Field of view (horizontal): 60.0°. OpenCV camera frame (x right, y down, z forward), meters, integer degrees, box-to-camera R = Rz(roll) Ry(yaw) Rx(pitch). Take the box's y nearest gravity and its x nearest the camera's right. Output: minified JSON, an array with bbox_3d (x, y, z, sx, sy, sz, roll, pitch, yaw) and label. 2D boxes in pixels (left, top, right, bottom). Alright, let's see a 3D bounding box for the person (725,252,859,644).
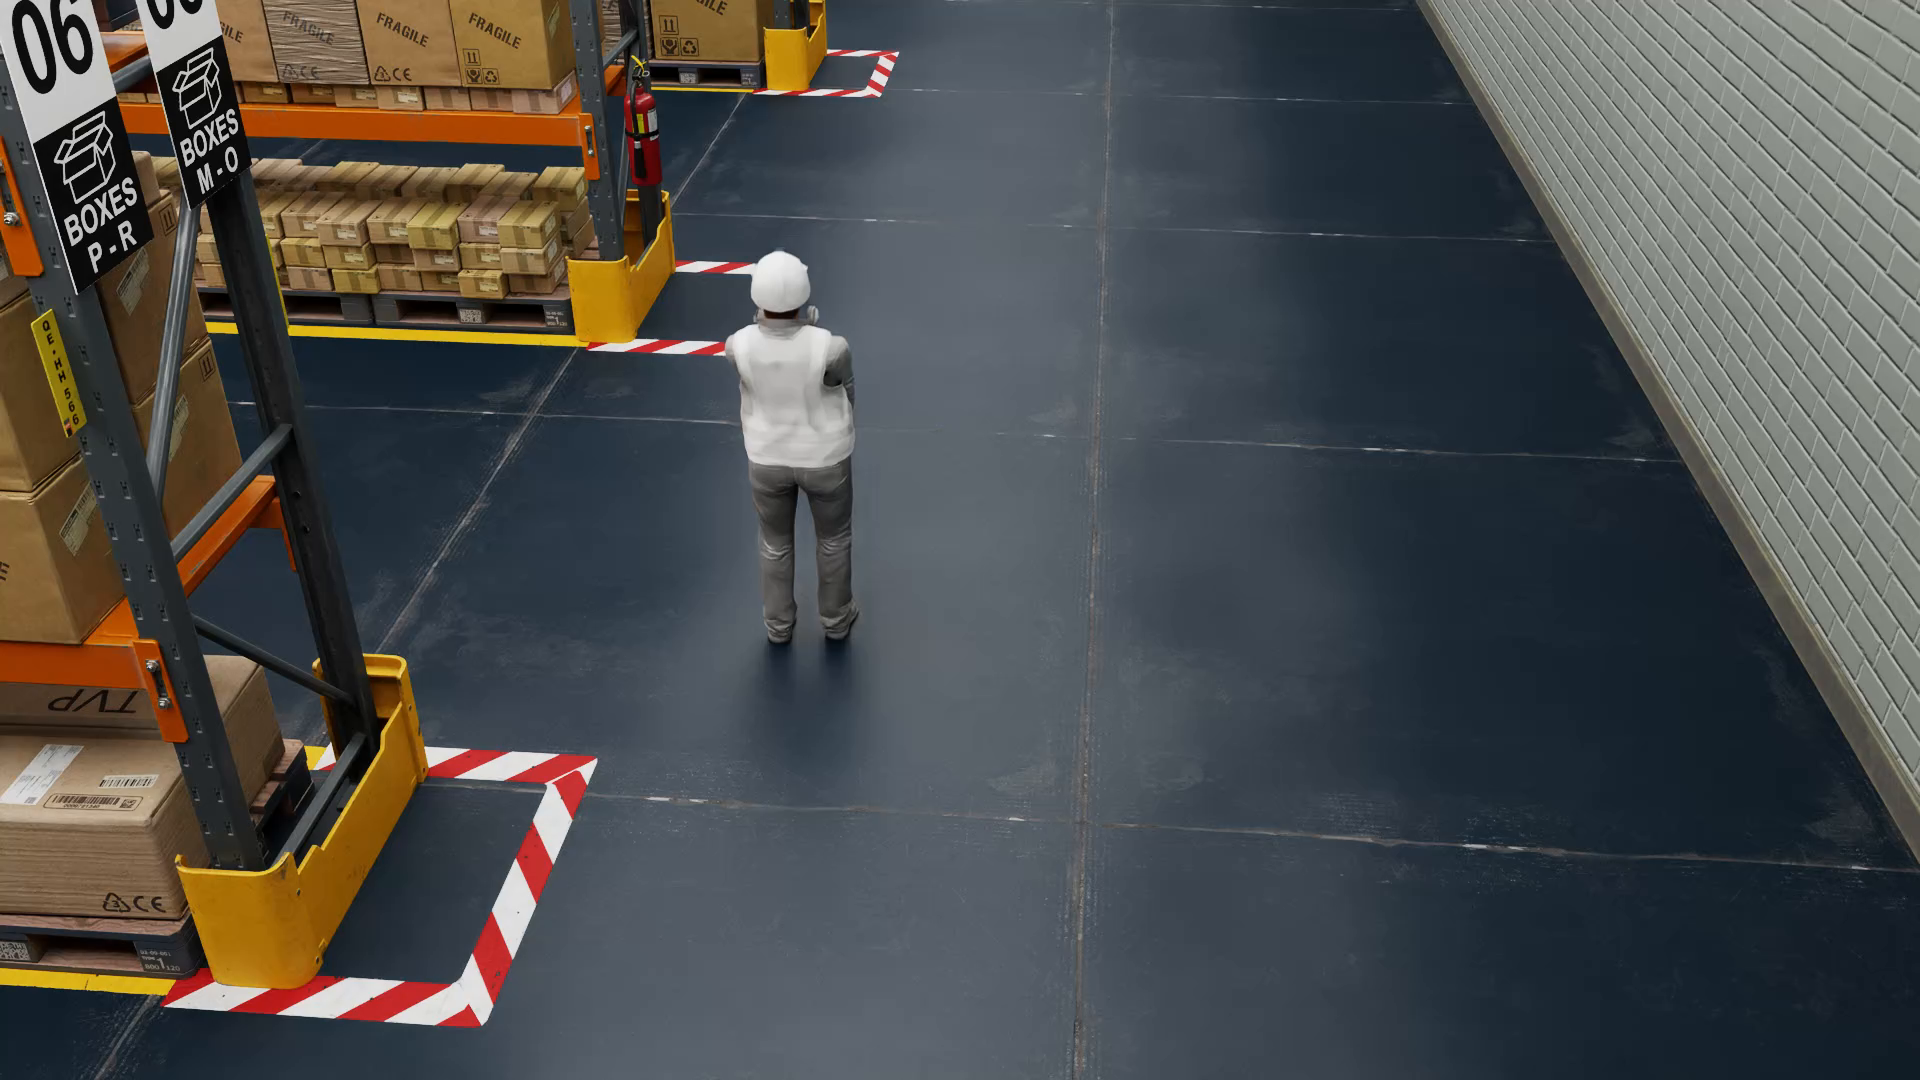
[{"bbox_3d":[-0.654,-0.396,6.759,0.494,1.762,0.554,3,32,5],"label":"person"}]
